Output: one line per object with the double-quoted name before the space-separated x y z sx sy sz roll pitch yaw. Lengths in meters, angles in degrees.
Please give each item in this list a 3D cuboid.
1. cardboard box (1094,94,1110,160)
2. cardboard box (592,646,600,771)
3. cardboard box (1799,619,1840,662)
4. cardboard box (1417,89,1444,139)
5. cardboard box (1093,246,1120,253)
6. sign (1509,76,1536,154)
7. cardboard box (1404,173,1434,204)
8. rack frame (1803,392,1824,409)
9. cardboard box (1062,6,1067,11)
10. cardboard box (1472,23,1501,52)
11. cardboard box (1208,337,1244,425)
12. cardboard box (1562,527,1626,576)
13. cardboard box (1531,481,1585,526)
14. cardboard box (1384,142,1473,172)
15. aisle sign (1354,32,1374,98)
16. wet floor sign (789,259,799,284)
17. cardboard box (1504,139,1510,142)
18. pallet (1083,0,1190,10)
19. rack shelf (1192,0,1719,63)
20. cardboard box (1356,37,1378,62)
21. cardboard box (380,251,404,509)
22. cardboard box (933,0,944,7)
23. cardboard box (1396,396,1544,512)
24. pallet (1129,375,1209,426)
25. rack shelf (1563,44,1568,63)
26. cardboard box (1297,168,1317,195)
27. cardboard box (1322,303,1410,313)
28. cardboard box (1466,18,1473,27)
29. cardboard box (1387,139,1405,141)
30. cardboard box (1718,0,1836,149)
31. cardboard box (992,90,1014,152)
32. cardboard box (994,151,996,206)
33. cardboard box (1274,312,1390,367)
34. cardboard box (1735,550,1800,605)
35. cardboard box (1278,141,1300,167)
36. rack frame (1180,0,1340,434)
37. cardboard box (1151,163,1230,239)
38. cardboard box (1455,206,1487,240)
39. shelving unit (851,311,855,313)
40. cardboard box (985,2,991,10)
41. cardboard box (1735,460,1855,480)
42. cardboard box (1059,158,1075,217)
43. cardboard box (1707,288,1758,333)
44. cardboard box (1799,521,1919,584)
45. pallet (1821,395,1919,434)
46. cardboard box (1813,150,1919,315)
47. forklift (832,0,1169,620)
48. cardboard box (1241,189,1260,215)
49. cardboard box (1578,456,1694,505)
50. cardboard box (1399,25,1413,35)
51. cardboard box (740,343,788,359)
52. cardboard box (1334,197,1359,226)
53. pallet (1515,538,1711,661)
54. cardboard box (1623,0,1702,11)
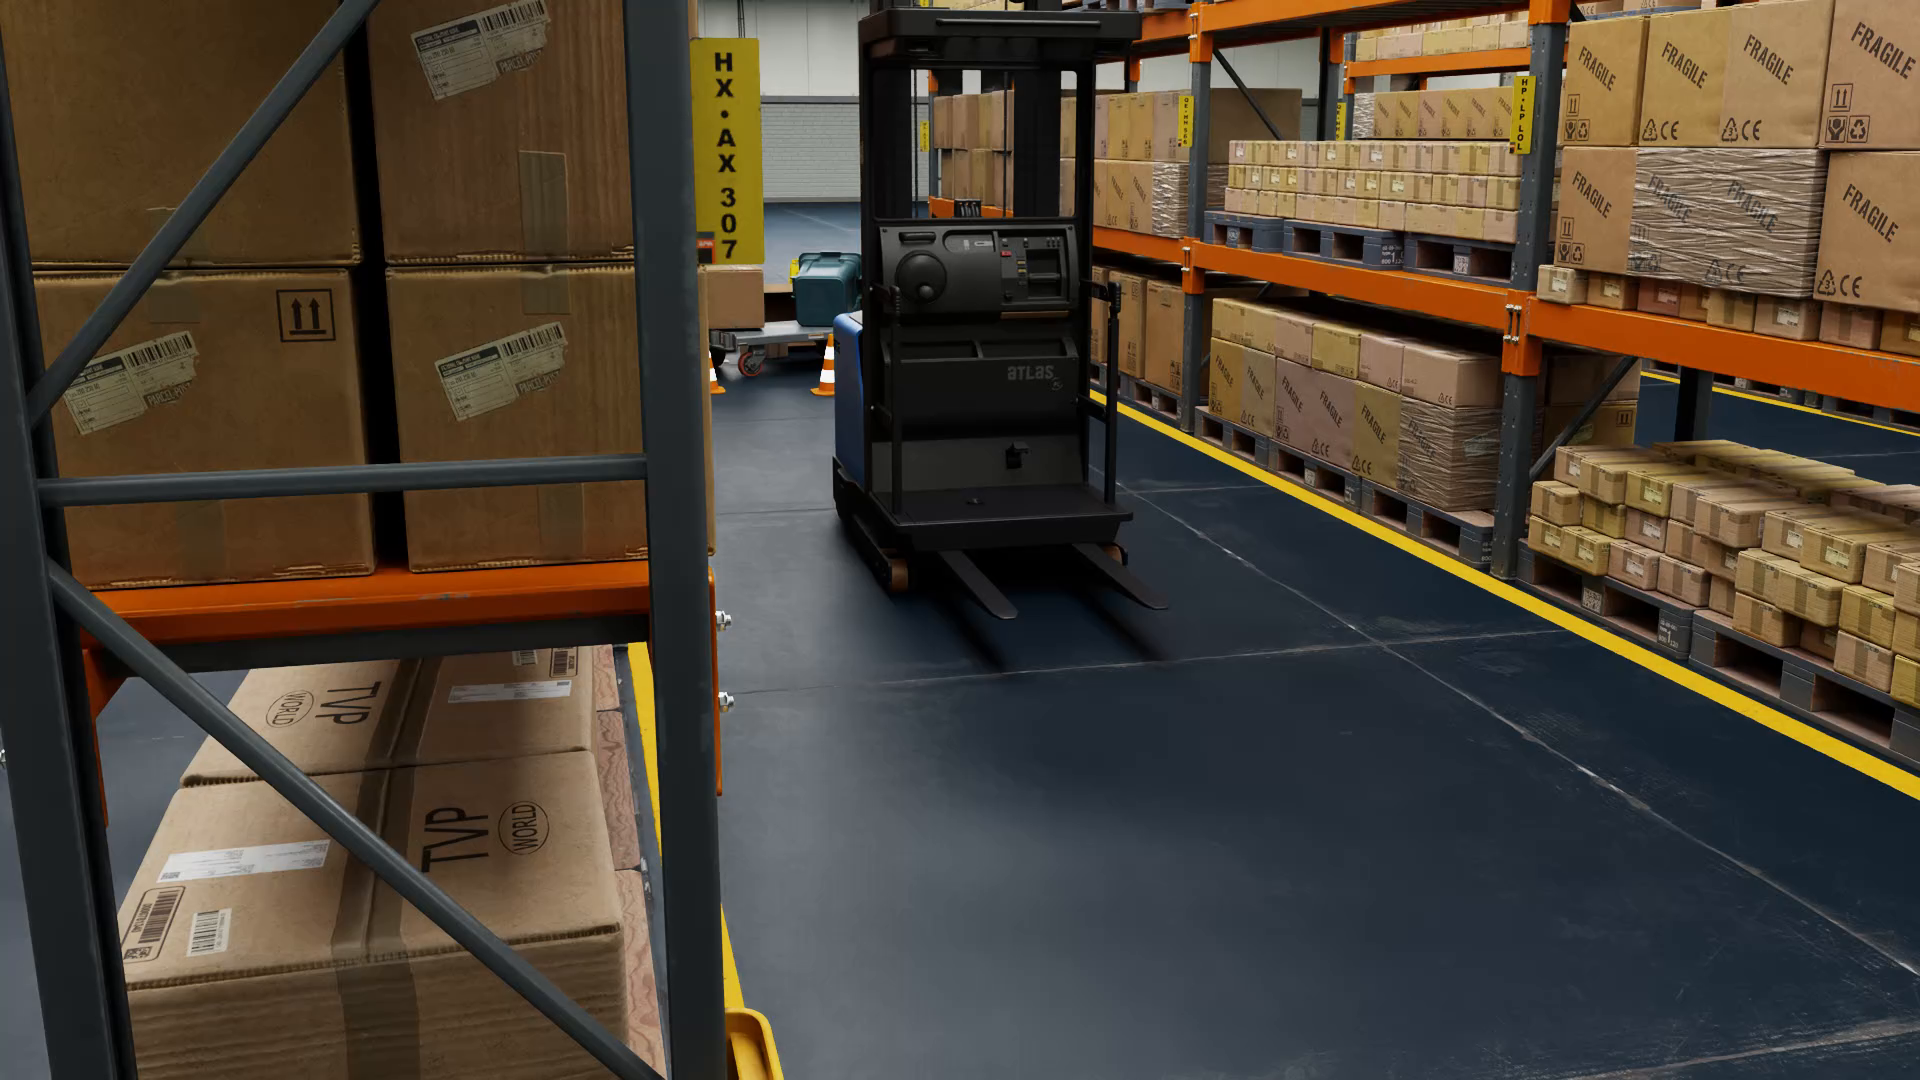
"cardboard box" 1.450 -3.334 13.438 0.700 0.500 0.500 -3 14 -13
"cardboard box" -1.569 0.393 5.011 0.875 0.438 0.875 -4 14 -15
"cardboard box" 3.219 0.332 5.869 0.380 0.149 0.250 -3 14 -12
"cardboard box" 5.209 -4.516 17.648 0.500 0.500 0.500 -3 14 -13
"cardboard box" 1.007 -2.470 15.811 0.875 0.875 0.875 -3 14 -12
"sign" 2.427 -1.835 7.177 0.100 0.325 0.005 -3 14 -13
"cardboard box" 2.493 -1.792 8.460 0.380 0.149 0.250 -4 14 -15
"rack frame" 6.871 -2.480 12.257 1.000 3.000 0.127 -3 14 -13
"cardboard box" 1.153 -5.015 15.748 0.380 0.149 0.250 -4 14 -14
"cardboard box" 5.458 -4.999 16.563 0.500 0.250 0.500 -3 14 -12
"cardboard box" 1.944 -1.039 10.742 0.500 0.500 0.500 -4 14 -16
"cardboard box" 2.801 0.040 7.064 0.380 0.149 0.250 -3 14 -12
"cardboard box" 2.739 -0.166 7.282 0.380 0.149 0.250 -3 14 -11
"cardboard box" 2.442 -1.996 8.667 0.380 0.149 0.250 -4 14 -15
"aisle sign" 4.686 -5.586 19.493 0.394 0.787 0.004 -3 14 -13
"wet floor sign" -1.784 -2.825 18.630 0.267 0.644 0.232 -6 15 -23
"cardboard box" 5.886 -3.703 16.426 0.875 0.500 0.500 -3 14 -13
"pallet" 1.558 -3.996 12.539 1.003 0.211 1.213 -3 14 -11
"rack shelf" 2.496 -2.873 9.062 1.077 0.370 4.000 -3 14 -13
"cardboard box" 4.854 -5.584 18.959 0.500 0.250 0.500 -3 14 -12
"cardboard box" -1.357 -0.344 3.303 0.500 0.500 0.500 -4 14 -14
"cardboard box" 0.011 -5.728 17.826 0.500 0.250 0.500 -3 14 -13
"cardboard box" 2.547 -0.450 8.333 0.500 0.500 0.500 -4 14 -14
"pallet" 1.914 -1.058 12.314 1.003 0.211 1.213 -3 14 -13
"rack shelf" 6.401 -4.049 13.875 1.077 0.370 4.000 -3 14 -13
"cardboard box" 2.193 -2.091 9.683 0.380 0.149 0.250 -3 14 -13
"cardboard box" 2.571 -1.322 10.319 0.500 0.250 0.500 -3 14 -12
"cardboard box" 5.379 -5.285 16.896 0.380 0.149 0.250 -3 14 -11
"cardboard box" 5.329 -4.281 18.794 0.875 0.500 0.500 -3 14 -13
"cardboard box" 3.059 -1.628 5.828 0.500 0.500 0.500 -3 14 -12
"cardboard box" 0.791 -3.954 15.701 0.875 0.550 0.550 -3 14 -13
"cardboard box" 0.825 -3.564 16.377 0.875 0.550 0.550 -3 14 -13
"cardboard box" 2.175 -1.176 9.724 0.500 0.250 0.500 -3 14 -13
"cardboard box" 3.078 0.130 6.069 0.380 0.149 0.250 -3 14 -14
"cardboard box" 2.127 -2.301 9.914 0.380 0.149 0.250 -4 14 -16
"rack frame" 2.026 -2.227 11.221 1.000 3.000 0.127 -3 14 -13
"cardboard box" 1.659 -2.364 11.574 0.500 0.500 0.500 -3 14 -13
"cardboard box" 2.618 -1.526 7.999 0.380 0.149 0.250 -3 14 -13
"shelving unit" -0.439 -0.745 9.266 0.252 1.050 0.215 13 19 43
"cardboard box" 0.451 -5.038 15.840 0.380 0.149 0.250 -3 14 -12
"cardboard box" 3.466 -0.231 6.920 0.380 0.149 0.250 -3 14 -14
"cardboard box" 1.068 -2.945 13.952 0.500 0.500 0.500 -3 14 -13
"cardboard box" 3.014 -0.860 6.154 0.380 0.149 0.250 -3 14 -12
"cardboard box" 3.187 0.041 5.808 0.380 0.149 0.250 -3 14 -13
"pallet" 6.983 -0.939 11.827 1.003 0.211 1.213 -3 14 -13
"cardboard box" 3.198 -1.015 5.423 0.500 0.500 0.500 -3 14 -10
"forklift" 0.142 -1.278 7.483 1.130 2.935 3.031 -3 14 -13
"cardboard box" 1.998 -2.132 10.479 0.380 0.149 0.250 -3 14 -10
"cardboard box" 2.852 -0.254 7.016 0.380 0.149 0.250 -3 14 -10
"cardboard box" 5.026 -5.587 18.132 0.380 0.149 0.250 -3 14 -13
"cardboard box" -1.806 -1.830 15.357 0.396 0.266 0.258 10 17 35
"cardboard box" 2.308 -1.828 9.235 0.380 0.149 0.250 -4 14 -15
"pallet" 3.157 0.204 7.149 1.003 0.211 1.213 -3 14 -13
"cardboard box" 6.168 -4.783 14.261 0.797 0.503 0.637 -3 14 -11
